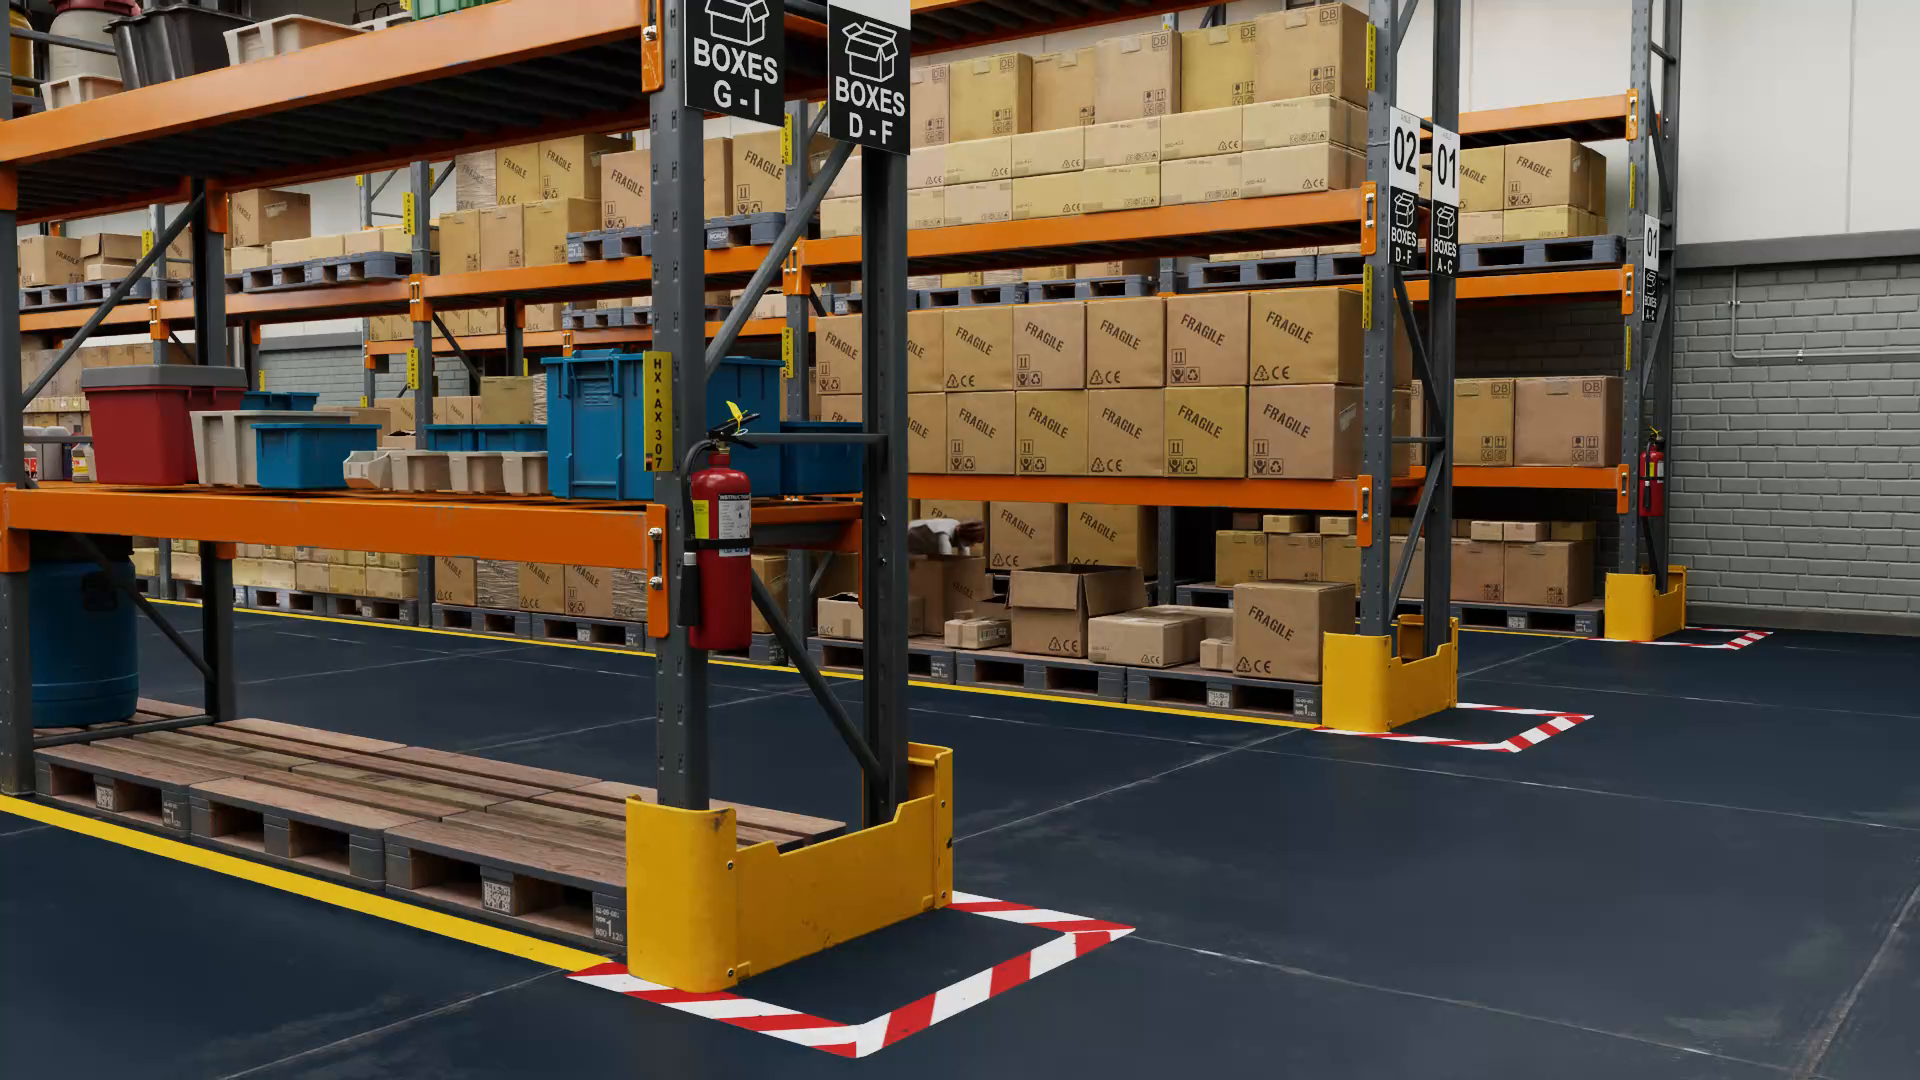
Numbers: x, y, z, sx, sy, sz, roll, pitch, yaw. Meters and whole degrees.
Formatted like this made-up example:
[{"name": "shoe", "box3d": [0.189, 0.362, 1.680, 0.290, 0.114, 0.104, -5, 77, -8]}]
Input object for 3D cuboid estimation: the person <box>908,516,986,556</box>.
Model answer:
[{"name": "person", "box3d": [-0.179, 0.277, 12.804, 0.863, 0.936, 0.427, 2, 4, 33]}]
